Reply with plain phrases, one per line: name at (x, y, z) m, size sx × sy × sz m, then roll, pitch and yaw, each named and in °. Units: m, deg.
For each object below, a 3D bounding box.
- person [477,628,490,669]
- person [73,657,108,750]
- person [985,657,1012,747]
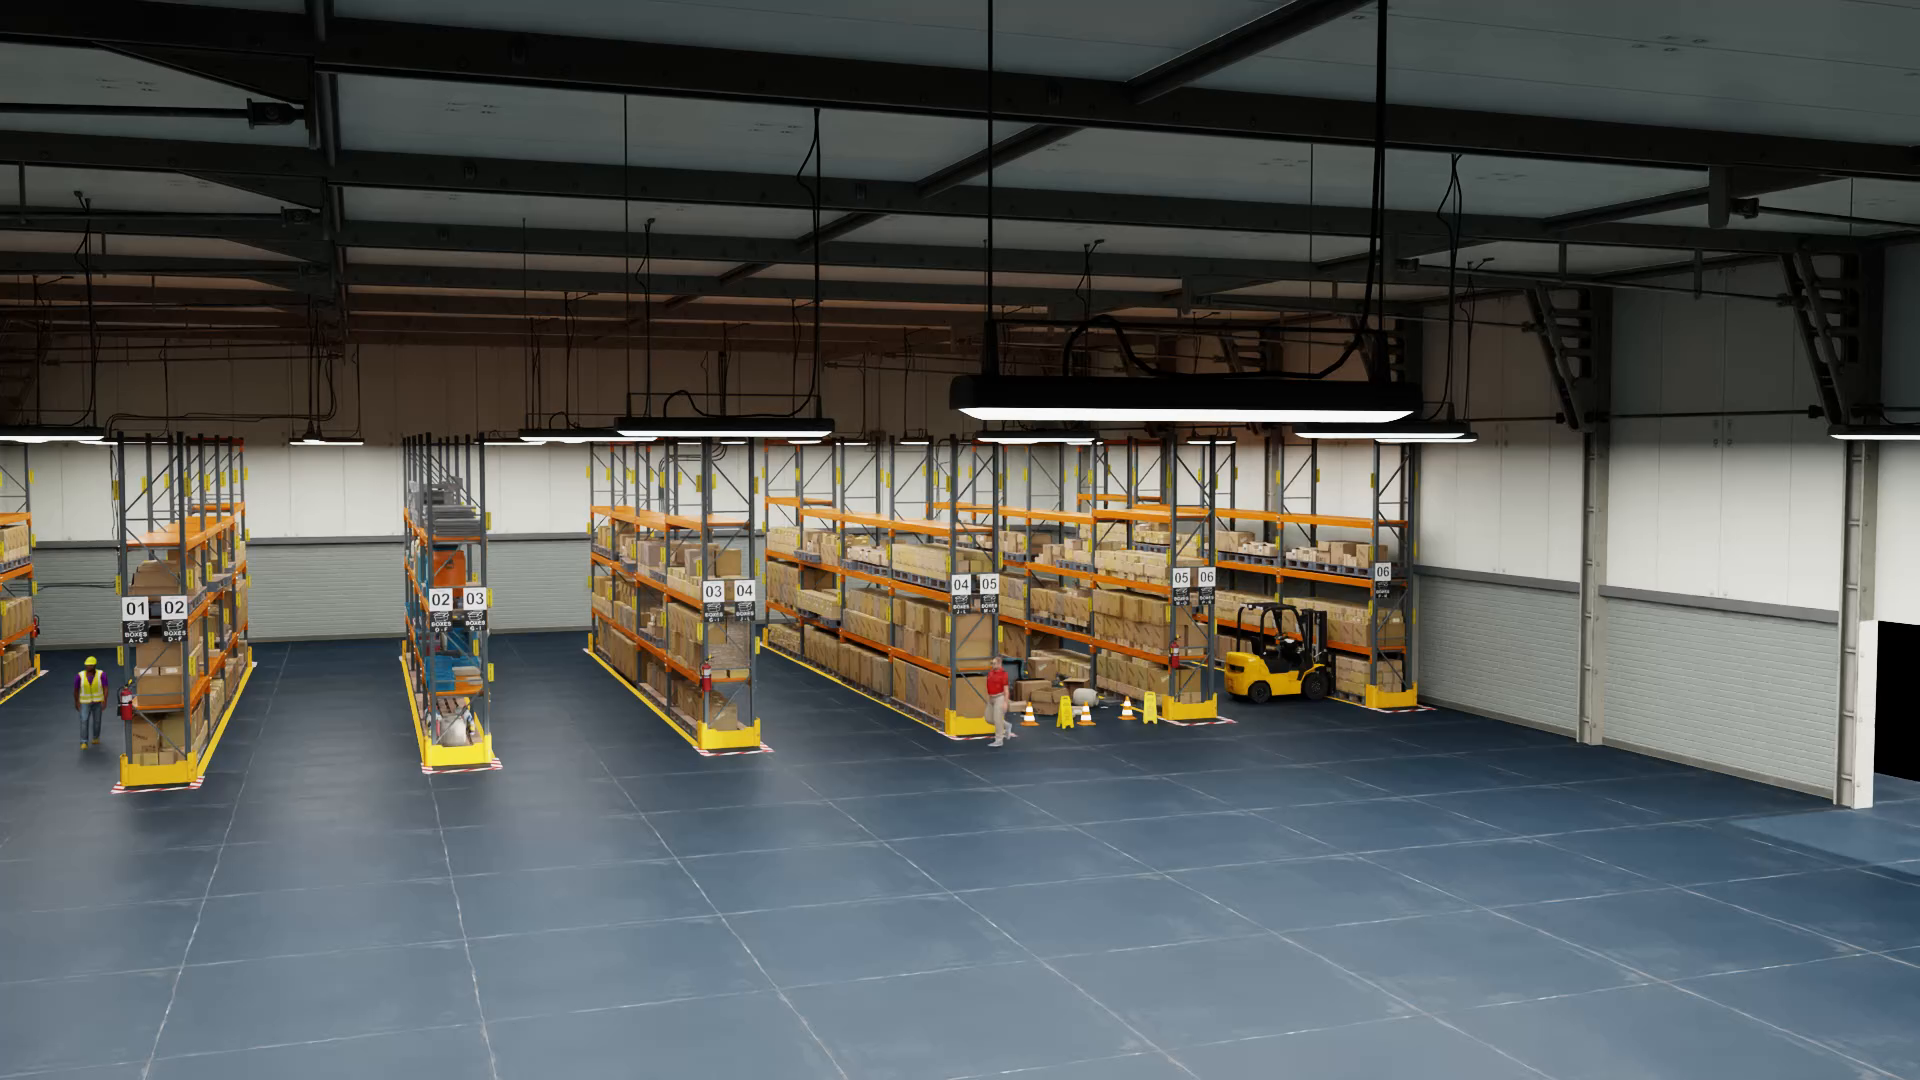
person at (-12.561, 2.435, 43.464) m, size 0.589 × 1.786 × 0.747 m, roll -3°, pitch 4°, yaw -42°
person at (-16.522, 3.081, 31.642) m, size 0.584 × 1.712 × 0.989 m, roll -2°, pitch 4°, yaw -32°
person at (0.780, 3.083, 31.936) m, size 0.645 × 1.711 × 0.606 m, roll -2°, pitch 4°, yaw -34°
